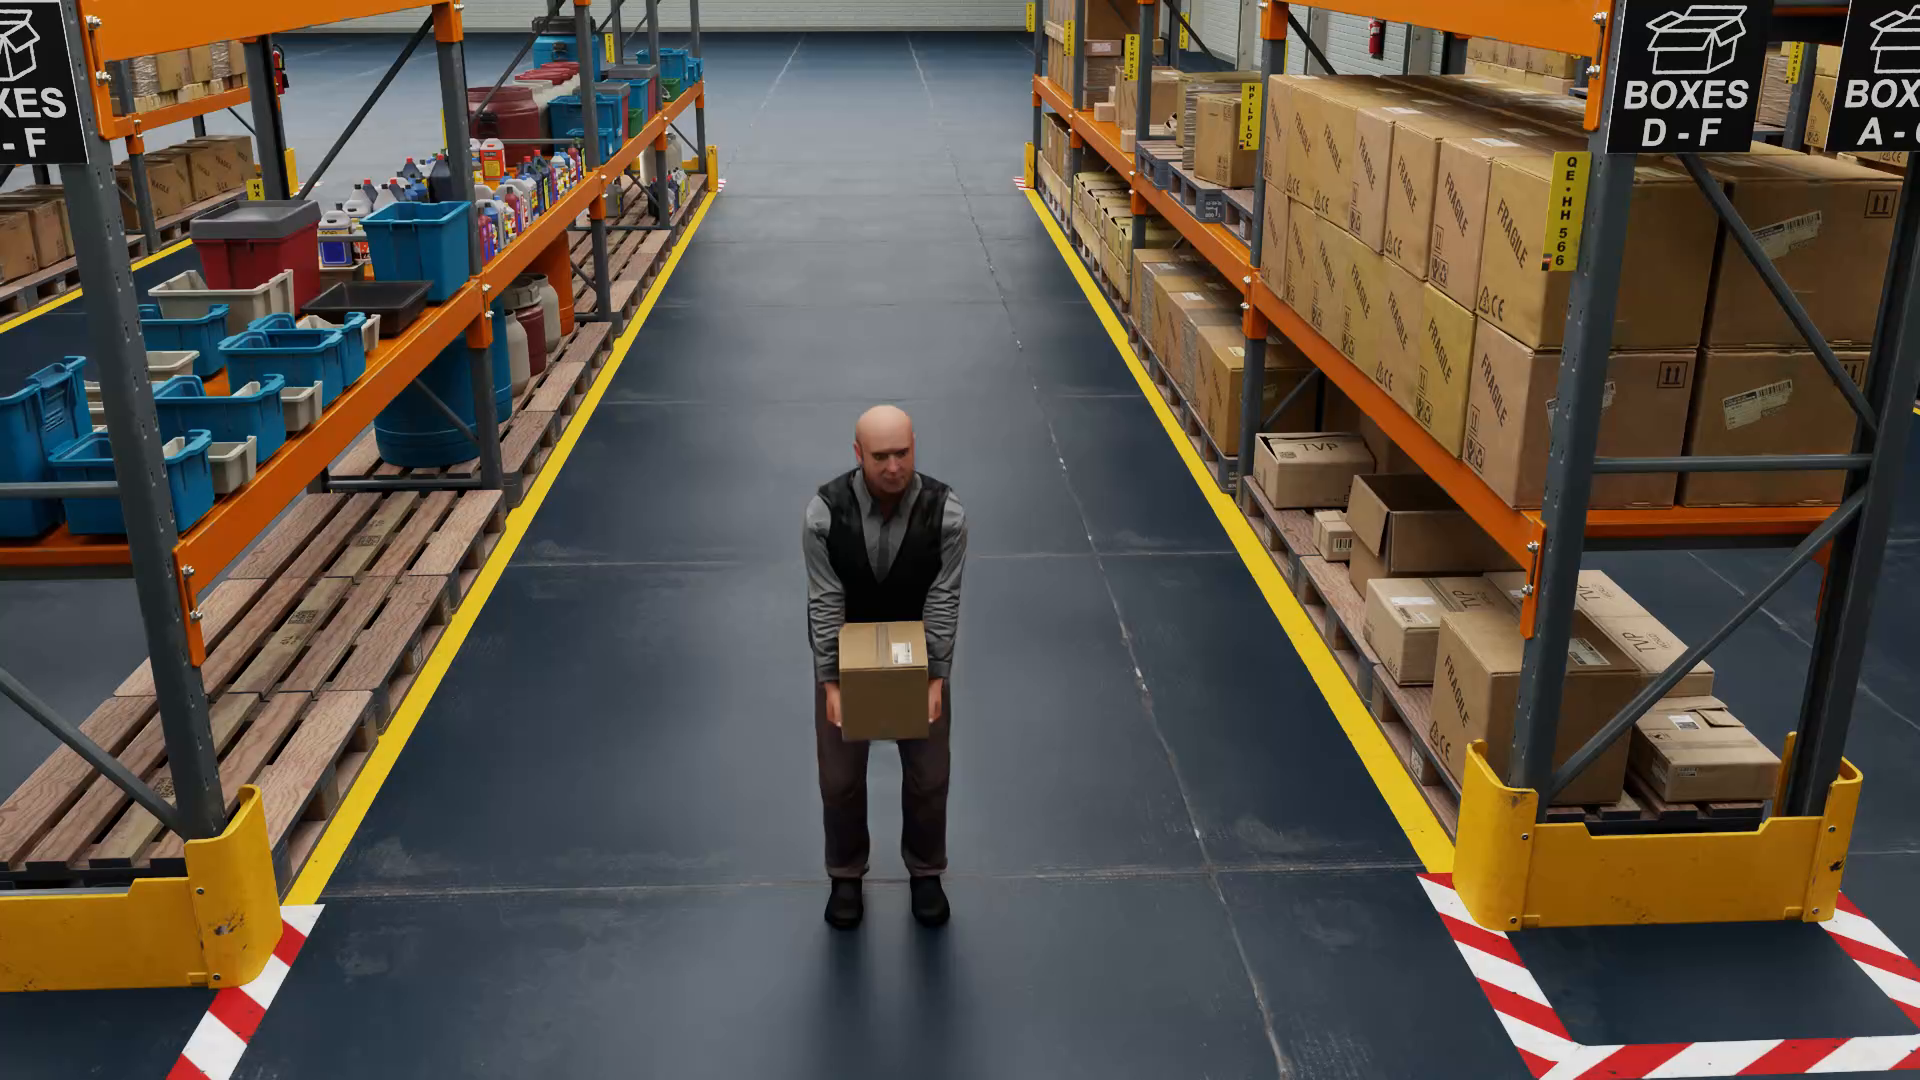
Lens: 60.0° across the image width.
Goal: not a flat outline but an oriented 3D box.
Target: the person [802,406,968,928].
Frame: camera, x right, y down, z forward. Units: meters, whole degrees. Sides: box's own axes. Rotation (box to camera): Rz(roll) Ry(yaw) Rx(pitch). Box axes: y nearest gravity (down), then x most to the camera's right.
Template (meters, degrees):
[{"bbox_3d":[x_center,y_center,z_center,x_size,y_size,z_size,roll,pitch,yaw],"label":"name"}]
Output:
[{"bbox_3d":[-0.220,0.406,5.048,0.486,1.703,0.582,-1,20,-4],"label":"person"}]
